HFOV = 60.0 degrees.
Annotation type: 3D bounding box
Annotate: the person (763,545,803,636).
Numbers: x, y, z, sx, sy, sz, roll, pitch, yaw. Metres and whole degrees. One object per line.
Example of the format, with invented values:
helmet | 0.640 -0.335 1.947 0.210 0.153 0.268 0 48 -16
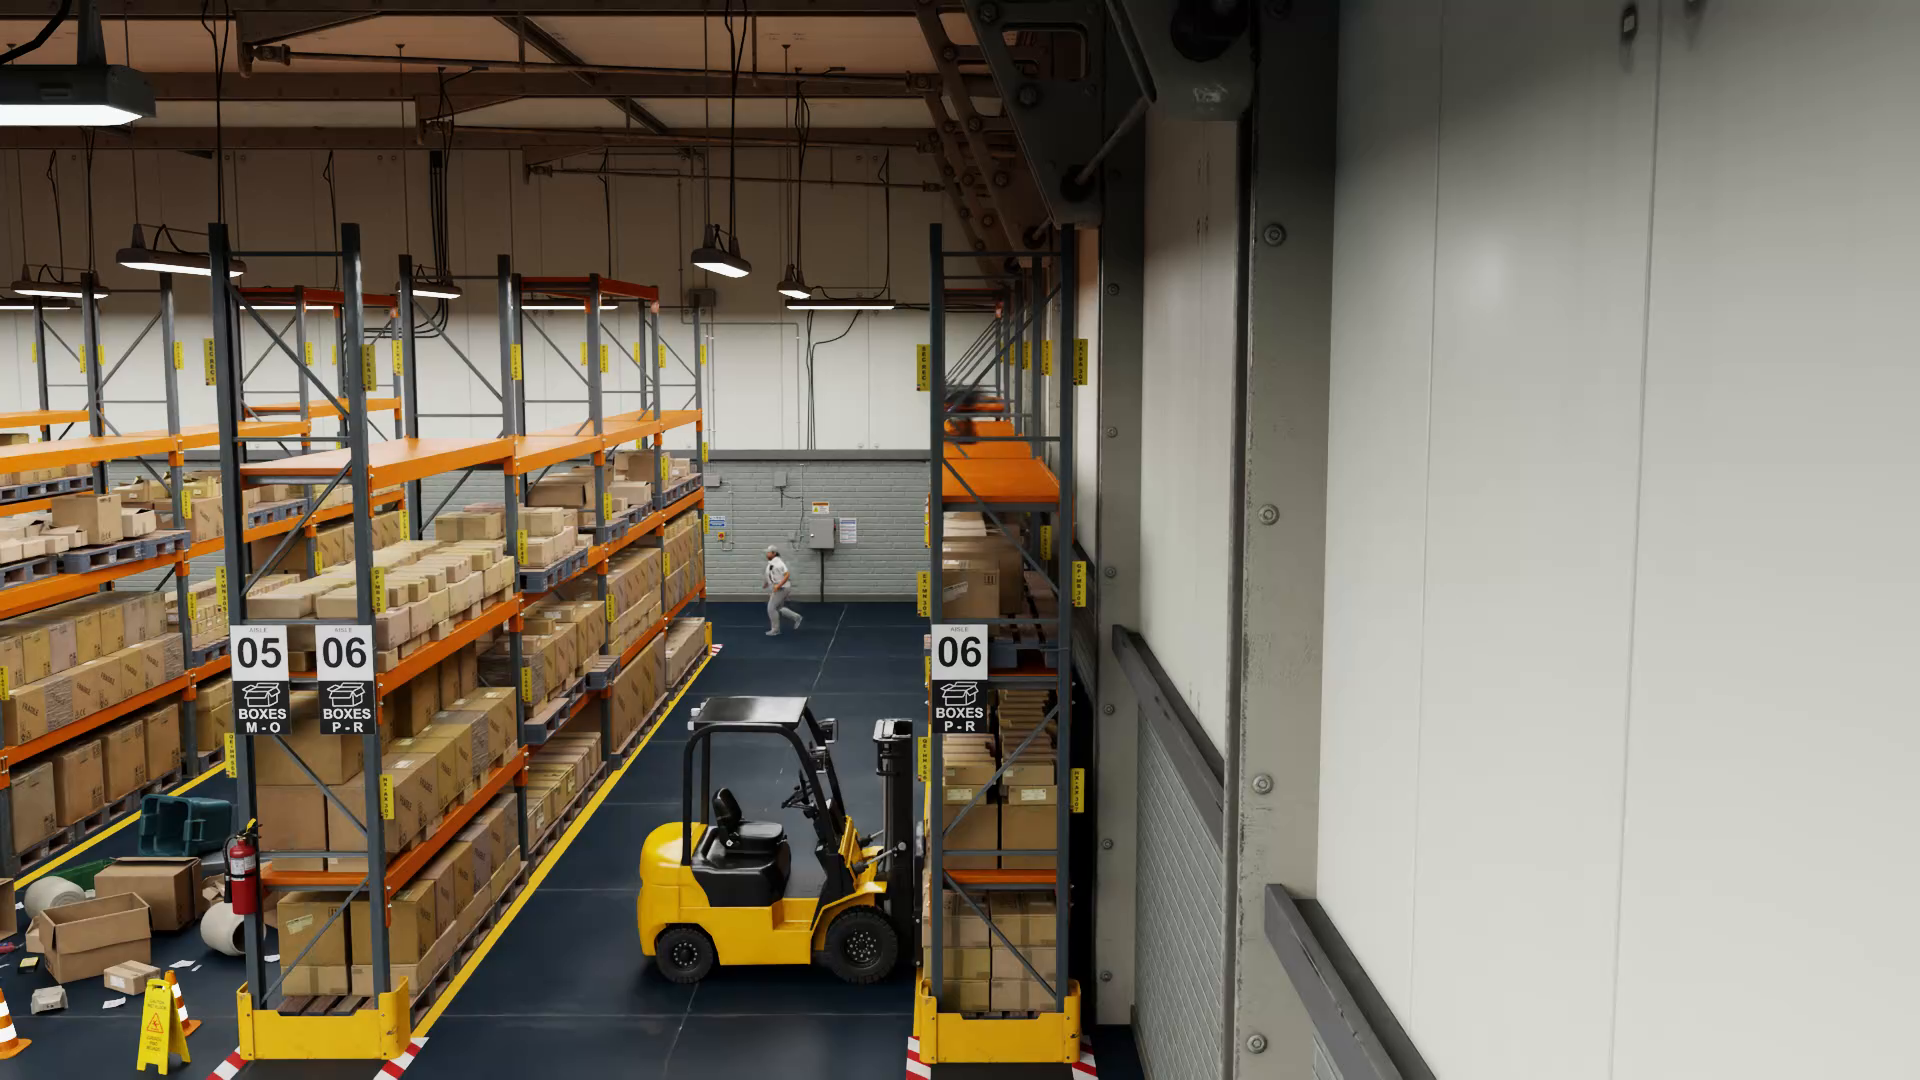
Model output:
person | -3.171 0.892 29.885 0.738 1.620 0.607 -2 7 -19
